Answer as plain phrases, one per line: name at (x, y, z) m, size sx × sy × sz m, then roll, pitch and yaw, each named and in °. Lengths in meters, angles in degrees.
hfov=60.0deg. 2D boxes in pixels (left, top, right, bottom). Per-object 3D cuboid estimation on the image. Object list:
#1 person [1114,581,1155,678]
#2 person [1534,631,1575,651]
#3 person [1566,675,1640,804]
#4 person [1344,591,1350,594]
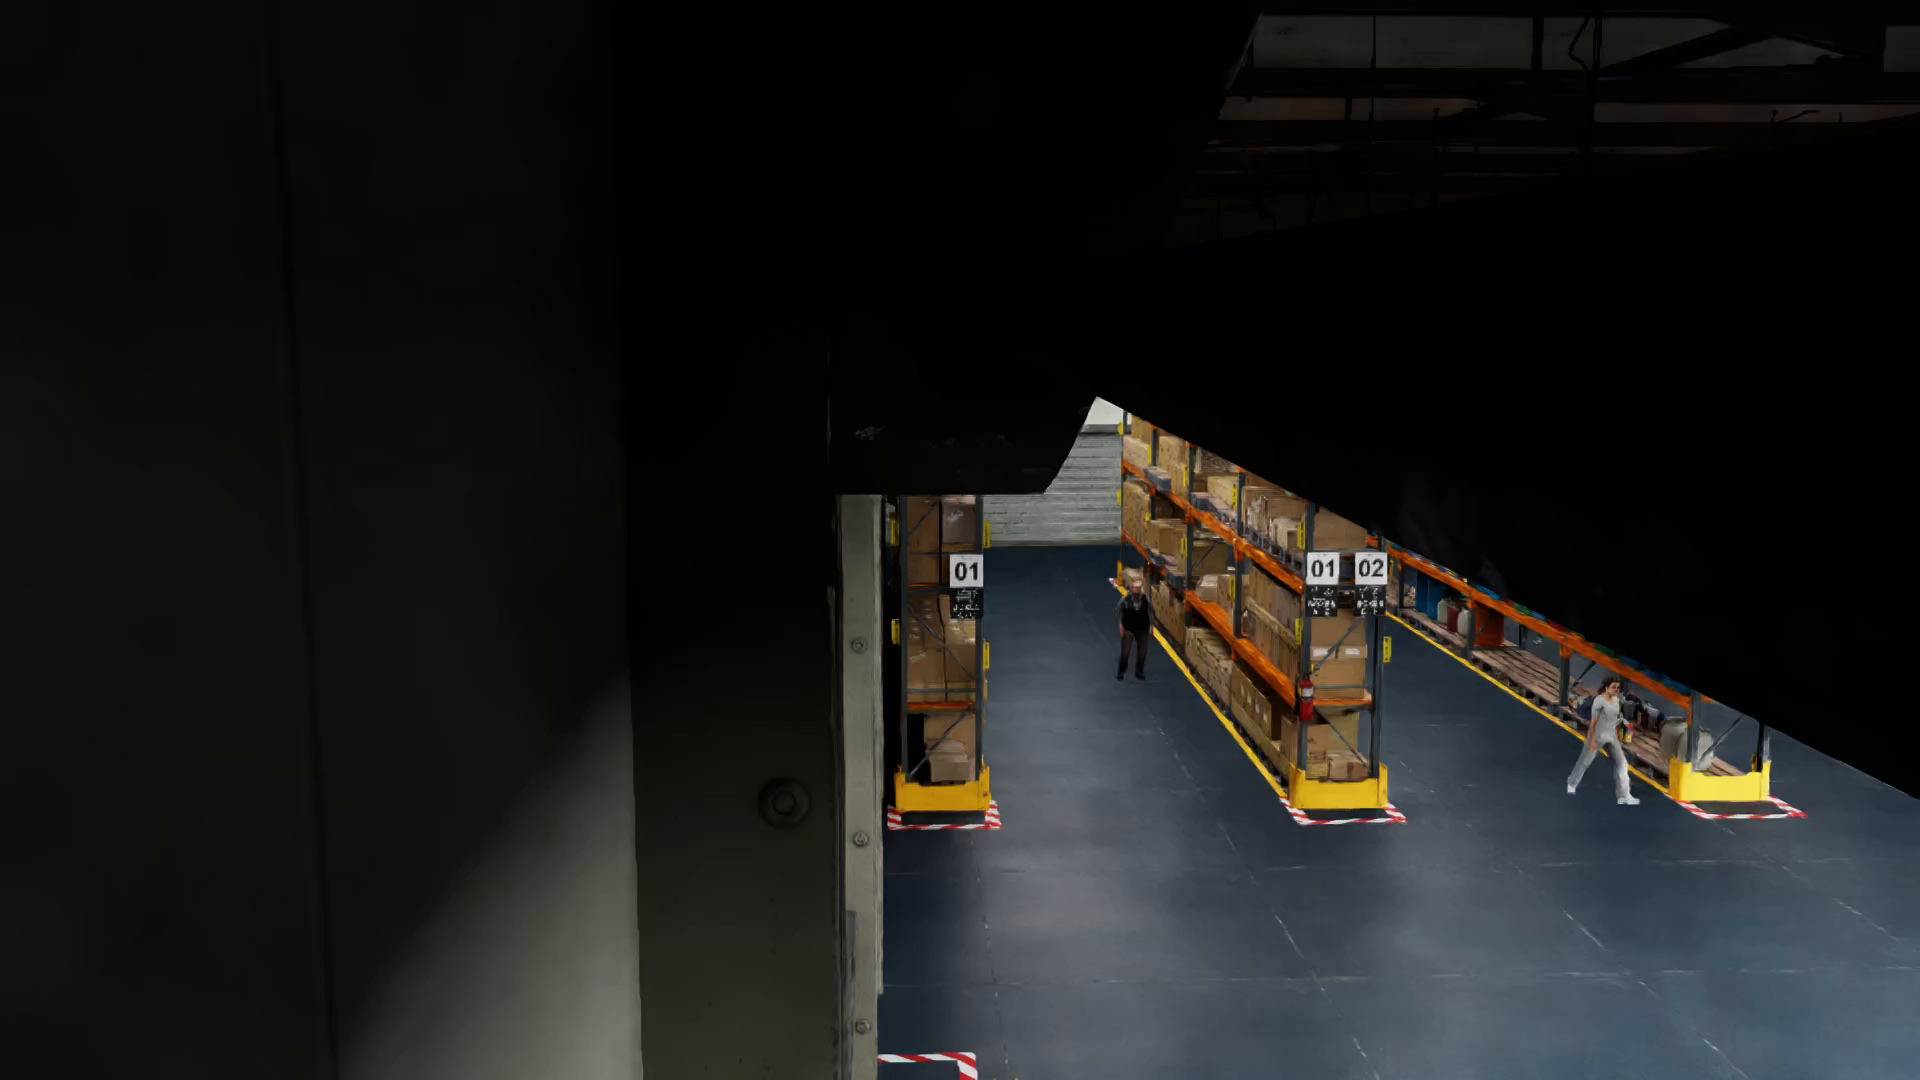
person at (2.881, 1.446, 27.436) m, size 0.677 × 1.613 × 0.534 m, roll -1°, pitch 8°, yaw -4°
person at (10.623, 1.144, 29.664) m, size 0.483 × 1.613 × 0.995 m, roll -2°, pitch 9°, yaw -11°
person at (8.060, 2.476, 20.846) m, size 0.483 × 1.618 × 0.956 m, roll -4°, pitch 9°, yaw -23°
person at (8.397, 0.372, 35.410) m, size 0.465 × 1.497 × 0.872 m, roll 2°, pitch 9°, yaw 15°
